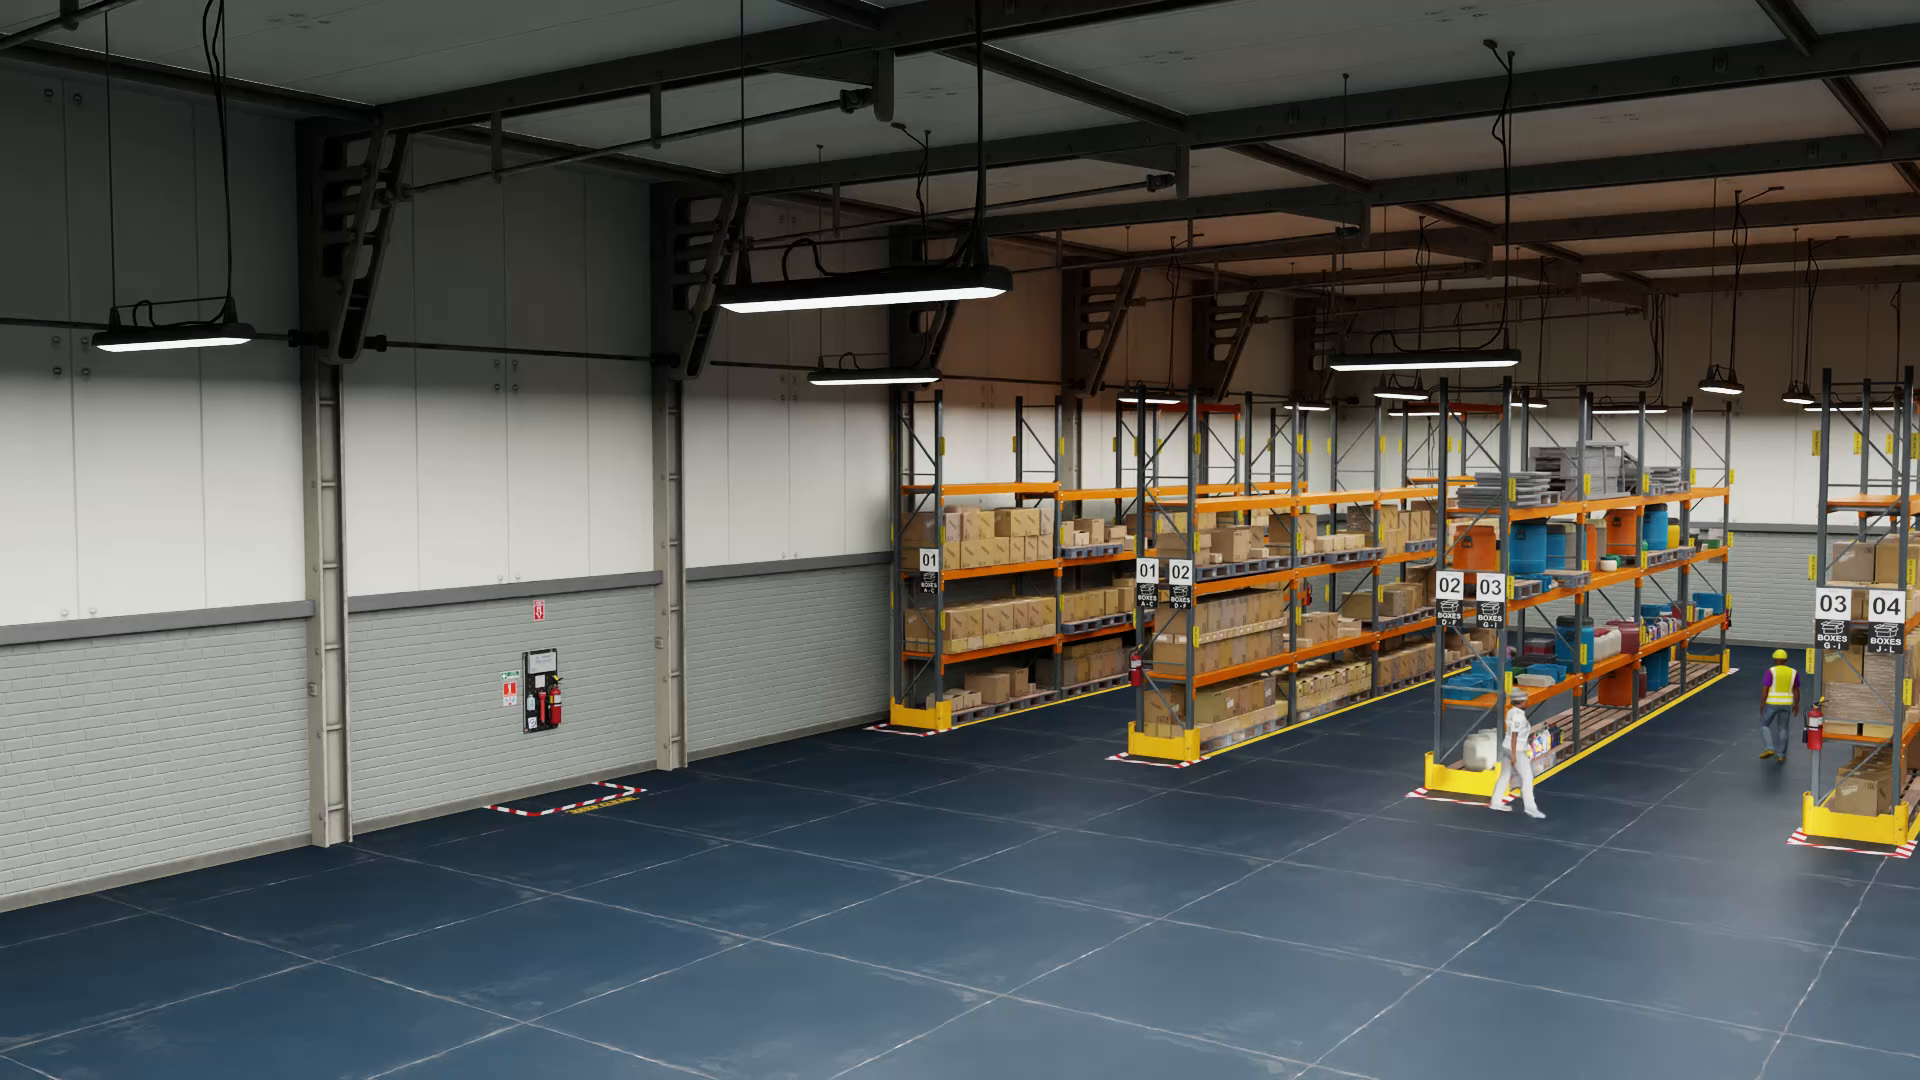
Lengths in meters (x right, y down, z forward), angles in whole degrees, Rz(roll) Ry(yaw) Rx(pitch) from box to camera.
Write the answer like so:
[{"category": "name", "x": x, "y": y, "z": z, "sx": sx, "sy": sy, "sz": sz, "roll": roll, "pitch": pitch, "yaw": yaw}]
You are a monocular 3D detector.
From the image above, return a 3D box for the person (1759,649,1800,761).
[{"category": "person", "x": 13.056, "y": 2.631, "z": 26.525, "sx": 0.612, "sy": 1.774, "sz": 0.398, "roll": 0, "pitch": 3, "yaw": 4}]

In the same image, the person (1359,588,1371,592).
[{"category": "person", "x": 9.474, "y": 1.963, "z": 38.945, "sx": 0.404, "sy": 1.683, "sz": 0.499, "roll": -1, "pitch": 3, "yaw": -20}]

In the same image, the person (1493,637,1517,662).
[{"category": "person", "x": 10.145, "y": 2.497, "z": 30.732, "sx": 0.792, "sy": 1.515, "sz": 0.586, "roll": -3, "pitch": 5, "yaw": -45}]

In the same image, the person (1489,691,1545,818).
[{"category": "person", "x": 7.600, "y": 2.909, "z": 22.692, "sx": 0.670, "sy": 1.678, "sz": 0.538, "roll": 0, "pitch": 3, "yaw": 4}]
